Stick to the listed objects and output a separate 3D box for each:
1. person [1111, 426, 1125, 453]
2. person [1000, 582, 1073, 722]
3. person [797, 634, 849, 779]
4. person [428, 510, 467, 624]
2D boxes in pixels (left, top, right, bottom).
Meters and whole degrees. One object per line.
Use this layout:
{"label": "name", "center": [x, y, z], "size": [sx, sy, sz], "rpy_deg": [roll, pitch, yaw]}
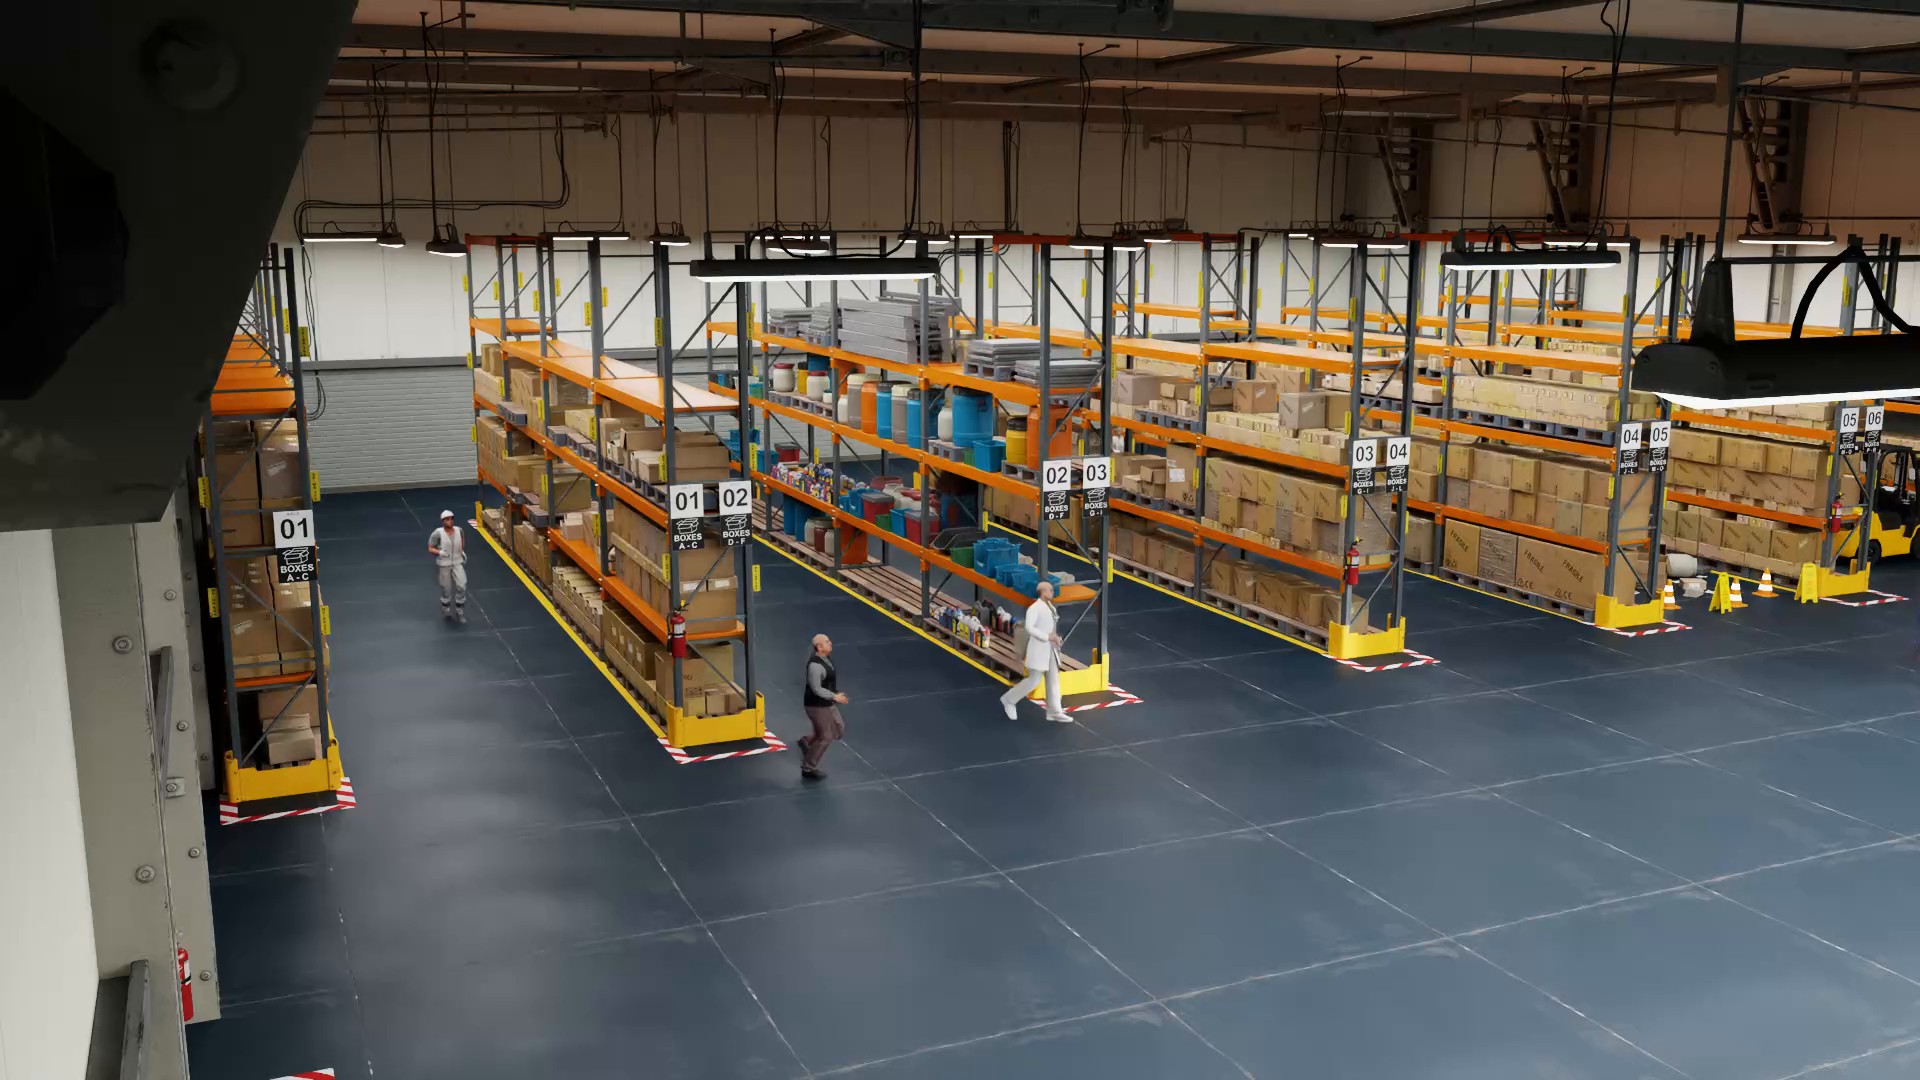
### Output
{"label": "person", "center": [3.560, -1.799, 37.942], "size": [0.562, 1.719, 0.857], "rpy_deg": [-4, 12, -21]}
{"label": "person", "center": [1.065, 1.407, 21.202], "size": [0.983, 1.727, 0.771], "rpy_deg": [5, 12, 25]}
{"label": "person", "center": [-1.568, 1.885, 19.045], "size": [0.635, 1.685, 0.694], "rpy_deg": [1, 11, 5]}
{"label": "person", "center": [-8.055, 0.401, 26.240], "size": [0.636, 1.758, 0.754], "rpy_deg": [-6, 13, -30]}
